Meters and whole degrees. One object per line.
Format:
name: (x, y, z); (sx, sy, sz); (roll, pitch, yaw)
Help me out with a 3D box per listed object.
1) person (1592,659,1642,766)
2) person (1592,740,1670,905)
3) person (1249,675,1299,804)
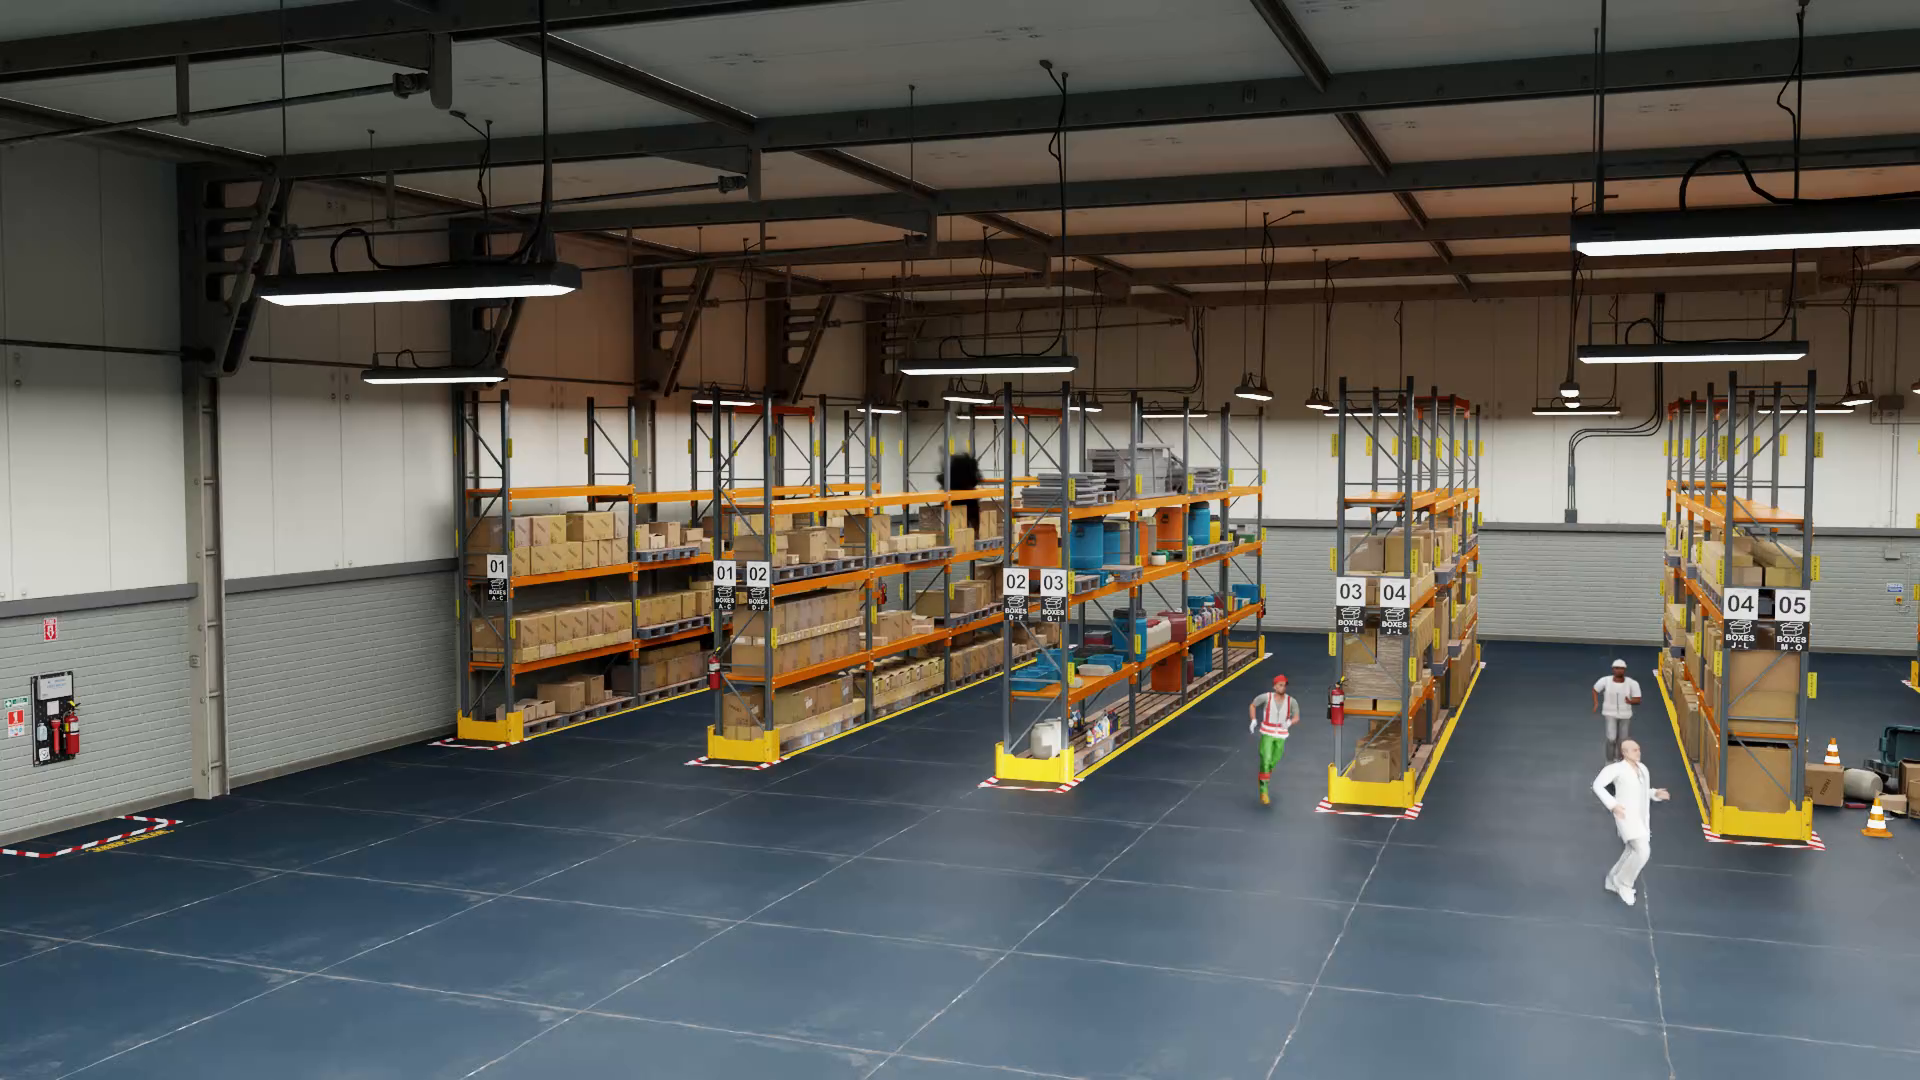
person: (10.029, 2.726, 25.379); (0.667, 1.823, 0.751); (1, 3, 14)
person: (7.434, 3.115, 18.342); (0.685, 1.801, 0.726); (-2, 4, -34)
person: (4.493, 2.800, 23.764); (0.699, 1.763, 0.964); (0, 3, -2)
